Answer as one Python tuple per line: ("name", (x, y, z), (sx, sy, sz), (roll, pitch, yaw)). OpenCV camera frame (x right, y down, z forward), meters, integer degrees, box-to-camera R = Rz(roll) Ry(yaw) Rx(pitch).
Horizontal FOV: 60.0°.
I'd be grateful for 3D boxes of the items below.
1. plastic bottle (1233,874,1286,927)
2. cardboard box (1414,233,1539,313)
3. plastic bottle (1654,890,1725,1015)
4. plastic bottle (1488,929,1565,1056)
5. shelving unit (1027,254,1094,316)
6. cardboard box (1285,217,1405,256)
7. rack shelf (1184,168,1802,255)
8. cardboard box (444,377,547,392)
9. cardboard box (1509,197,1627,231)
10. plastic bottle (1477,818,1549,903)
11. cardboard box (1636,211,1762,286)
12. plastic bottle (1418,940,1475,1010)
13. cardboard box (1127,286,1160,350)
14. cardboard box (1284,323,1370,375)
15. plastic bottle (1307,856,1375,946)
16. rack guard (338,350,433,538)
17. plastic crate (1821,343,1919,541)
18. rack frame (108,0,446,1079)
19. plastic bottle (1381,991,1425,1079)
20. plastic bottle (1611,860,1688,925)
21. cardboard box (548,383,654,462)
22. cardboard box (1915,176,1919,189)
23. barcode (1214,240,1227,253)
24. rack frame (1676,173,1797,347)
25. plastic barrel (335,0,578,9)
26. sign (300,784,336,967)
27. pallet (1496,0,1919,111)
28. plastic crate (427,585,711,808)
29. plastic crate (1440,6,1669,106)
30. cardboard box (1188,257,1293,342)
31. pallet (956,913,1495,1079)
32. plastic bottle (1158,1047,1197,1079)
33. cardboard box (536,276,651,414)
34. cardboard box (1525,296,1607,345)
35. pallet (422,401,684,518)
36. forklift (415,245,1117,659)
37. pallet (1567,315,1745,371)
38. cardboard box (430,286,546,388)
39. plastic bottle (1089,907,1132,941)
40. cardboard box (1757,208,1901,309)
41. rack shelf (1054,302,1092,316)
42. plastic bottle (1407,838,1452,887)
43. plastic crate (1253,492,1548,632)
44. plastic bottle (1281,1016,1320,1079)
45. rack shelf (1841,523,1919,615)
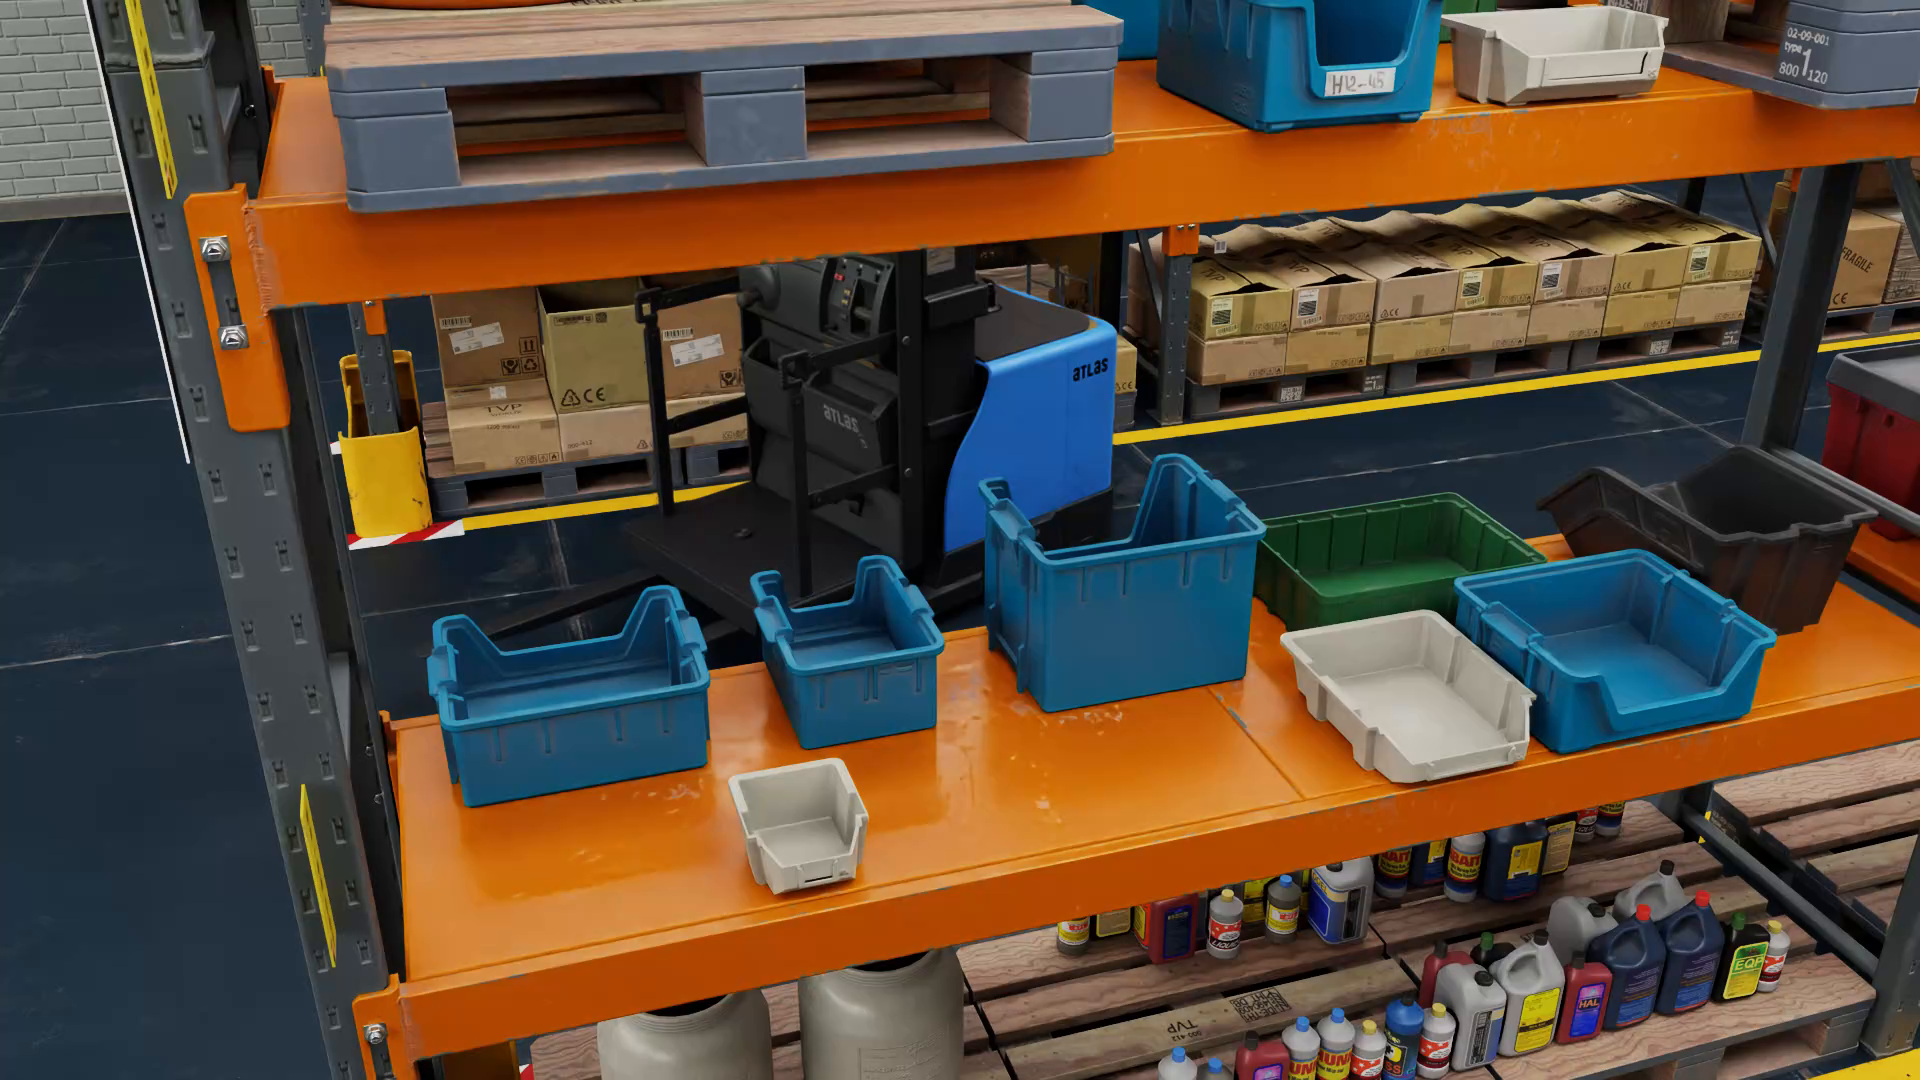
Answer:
("plastic bottle", (0.867, 0.960, 4.927), (0.185, 0.351, 0.144), (-7, 27, -14))
("cardboard box", (2.925, -1.542, 9.471), (0.500, 0.311, 0.500), (-7, 27, -15))
("plastic bottle", (2.001, 1.125, 4.595), (0.185, 0.351, 0.144), (-9, 28, -17))
("plastic bottle", (1.511, 1.196, 4.452), (0.185, 0.351, 0.144), (-8, 28, -16))
("shelving unit", (0.458, -0.723, 7.857), (0.189, 1.200, 0.258), (-21, 33, -36))
("cardboard box", (2.258, -1.697, 9.784), (0.500, 0.311, 0.500), (-8, 28, -16))
("rack shelf", (2.895, -2.123, 9.462), (4.000, 0.370, 1.077), (-8, 28, -16))
("cardboard box", (-2.392, -0.774, 8.557), (0.500, 0.250, 0.500), (-8, 28, -16))
("cardboard box", (3.711, -1.905, 10.203), (0.500, 0.311, 0.500), (-9, 28, -17))
("plastic bottle", (1.672, 0.911, 5.026), (0.185, 0.351, 0.144), (-8, 28, -16))
("cardboard box", (4.375, -1.752, 9.896), (0.500, 0.311, 0.500), (-8, 27, -15))
("plastic bottle", (1.322, 1.202, 4.516), (0.133, 0.283, 0.061), (-8, 28, -16))
("cardboard box", (1.298, -1.306, 9.628), (0.500, 0.250, 0.500), (-9, 28, -17))
("cardboard box", (1.940, -1.147, 9.307), (0.500, 0.250, 0.500), (-8, 27, -15))
("plastic bottle", (1.114, 1.027, 4.876), (0.135, 0.276, 0.152), (-8, 28, -16))
("rack guard", (-2.833, -0.496, 8.187), (0.348, 0.500, 1.175), (-8, 28, -16))
("plastic crate", (2.889, -0.300, 4.909), (0.583, 0.464, 0.402), (-8, 28, -16))
("rack frame", (-1.280, 0.476, 3.419), (0.127, 3.000, 1.000), (-8, 28, -16))
("plastic bottle", (1.155, 1.294, 4.344), (0.097, 0.271, 0.097), (0, 26, 0))
("plastic bottle", (1.956, 1.064, 4.718), (0.185, 0.351, 0.144), (-8, 28, -16))
("cardboard box", (-1.757, -0.626, 8.257), (0.500, 0.250, 0.500), (-8, 28, -16))
("cardboard box", (6.106, -2.097, 10.918), (0.500, 0.500, 0.500), (-9, 28, -18))
("barcode", (1.365, -1.537, 8.708), (0.075, 0.075, 0.001), (-8, 28, -16))
("rack frame", (4.797, -2.721, 9.857), (0.127, 3.000, 1.000), (-8, 28, -16))
("plastic barrel", (-0.857, -1.369, 2.806), (0.708, 0.830, 0.600), (-8, 28, -16))
("sign", (-1.113, 0.585, 2.887), (0.005, 0.325, 0.100), (-8, 28, -16))
("pallet", (1.868, -1.193, 3.620), (1.003, 0.211, 1.213), (-8, 28, -16))
("plastic crate", (-0.896, 0.347, 3.845), (0.616, 0.251, 0.499), (-8, 28, -16))
("plastic crate", (1.123, -0.909, 3.130), (0.396, 0.136, 0.243), (-8, 28, -16))
("cardboard box", (1.464, -1.329, 9.044), (0.500, 0.311, 0.500), (-8, 28, -16))
("pallet", (0.710, 1.418, 4.656), (1.213, 0.211, 1.003), (-8, 28, -16))
("plastic bottle", (0.541, 1.383, 4.165), (0.097, 0.271, 0.097), (0, 26, 0))
("cardboard box", (-1.756, -0.961, 8.089), (0.500, 0.500, 0.500), (-8, 28, -16))
("cardboard box", (3.404, -1.361, 9.739), (0.500, 0.250, 0.500), (-8, 27, -15))
("pallet", (-2.096, -0.493, 8.506), (1.213, 0.211, 1.003), (-8, 28, -16))
("forklift", (-0.738, -1.018, 6.504), (3.031, 2.935, 1.130), (-21, 33, -36))
("pallet", (4.002, -1.375, 10.282), (1.213, 0.211, 1.003), (-8, 28, -16))
("cardboard box", (-2.392, -1.111, 8.392), (0.500, 0.500, 0.500), (-8, 28, -16))
("plastic bottle", (0.436, 1.033, 4.855), (0.133, 0.283, 0.061), (-8, 27, -15))
("cardboard box", (5.318, -1.740, 10.198), (0.500, 0.500, 0.500), (-7, 27, -14))
("rack shelf", (0.458, -1.006, 7.717), (0.180, 0.103, 0.258), (-21, 33, -36))
("plastic bottle", (1.448, 0.876, 5.096), (0.185, 0.351, 0.144), (-9, 28, -18))
("plastic crate", (1.146, 0.087, 4.439), (0.662, 0.188, 0.450), (-8, 28, -16))
("plastic bottle", (0.867, 1.336, 4.260), (0.097, 0.271, 0.097), (0, 26, 0))
("rack shelf", (4.425, -0.028, 5.243), (4.000, 0.370, 1.077), (-8, 28, -16))
